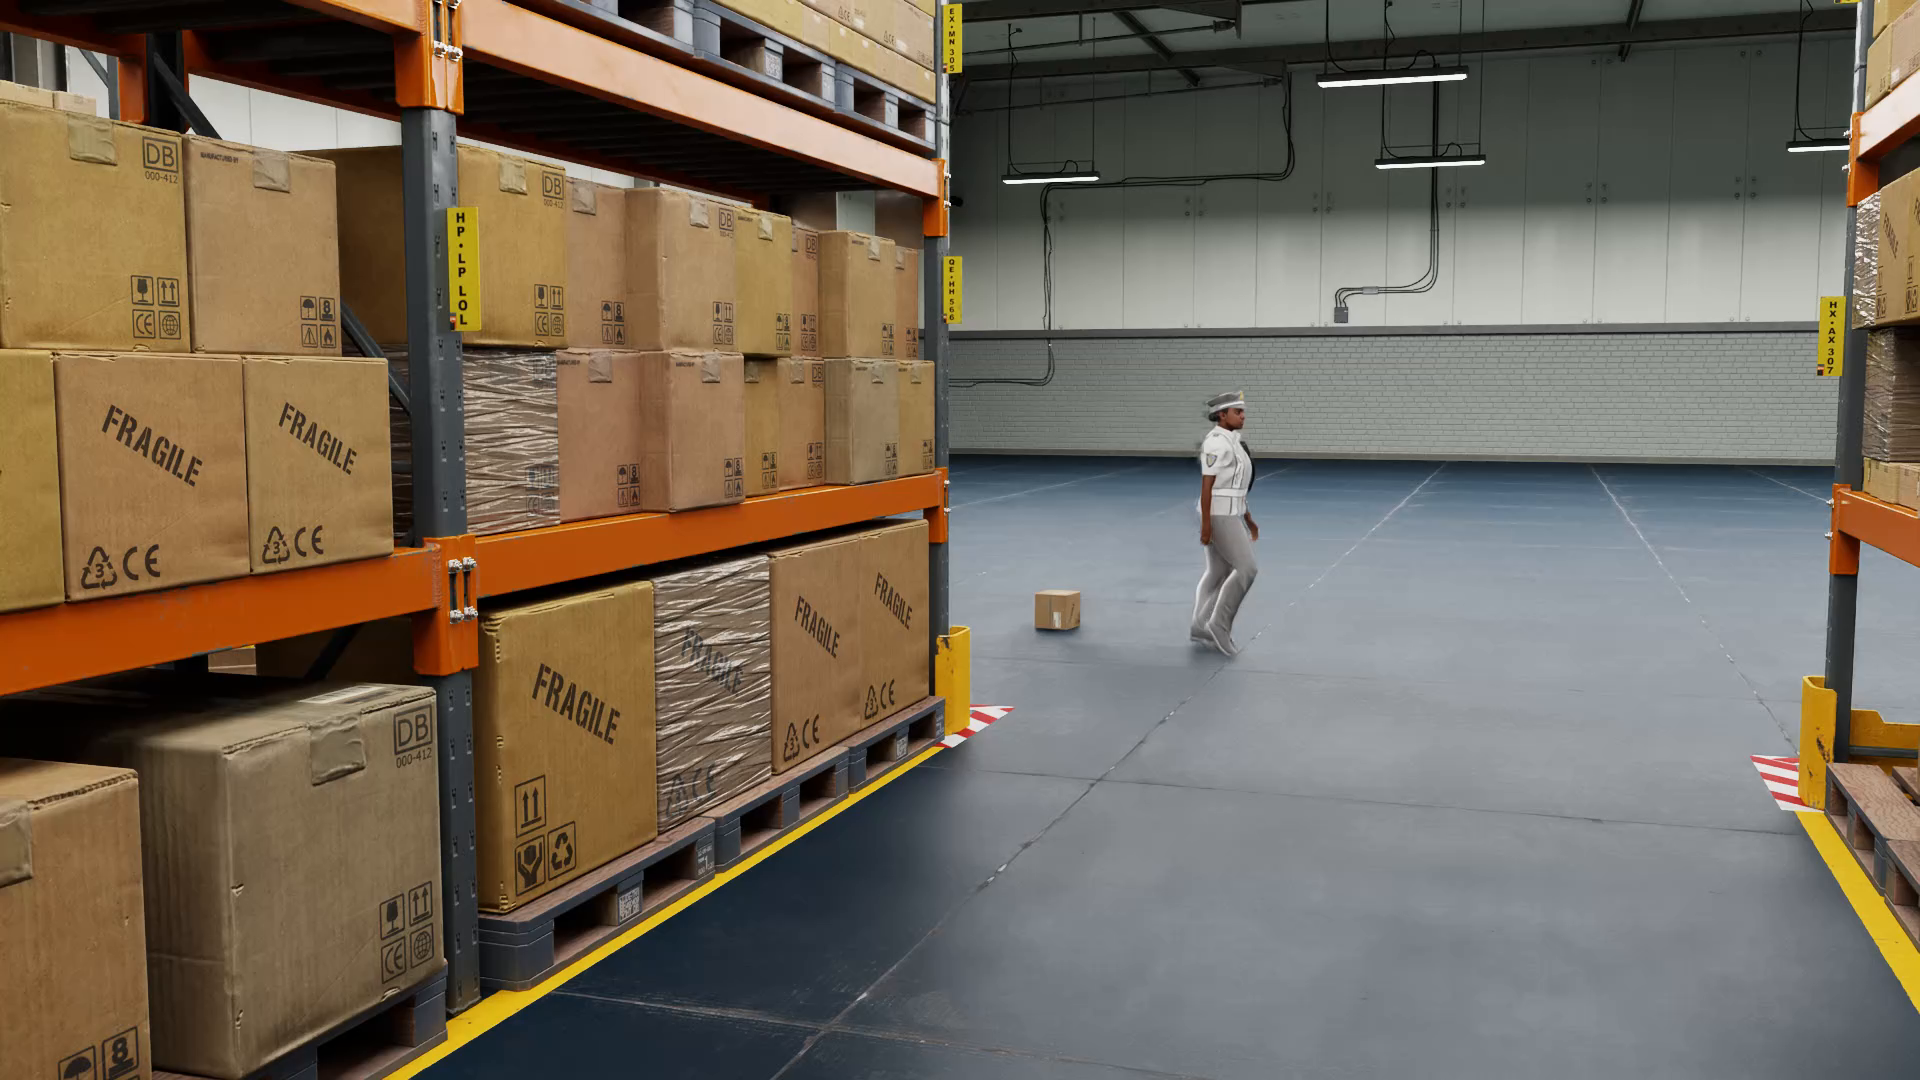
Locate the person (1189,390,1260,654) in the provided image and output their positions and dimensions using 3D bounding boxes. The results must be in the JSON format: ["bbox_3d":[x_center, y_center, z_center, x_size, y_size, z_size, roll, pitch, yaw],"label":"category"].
[{"bbox_3d":[1.740,-0.108,10.867,0.483,1.743,0.464,2,6,20],"label":"person"}]
